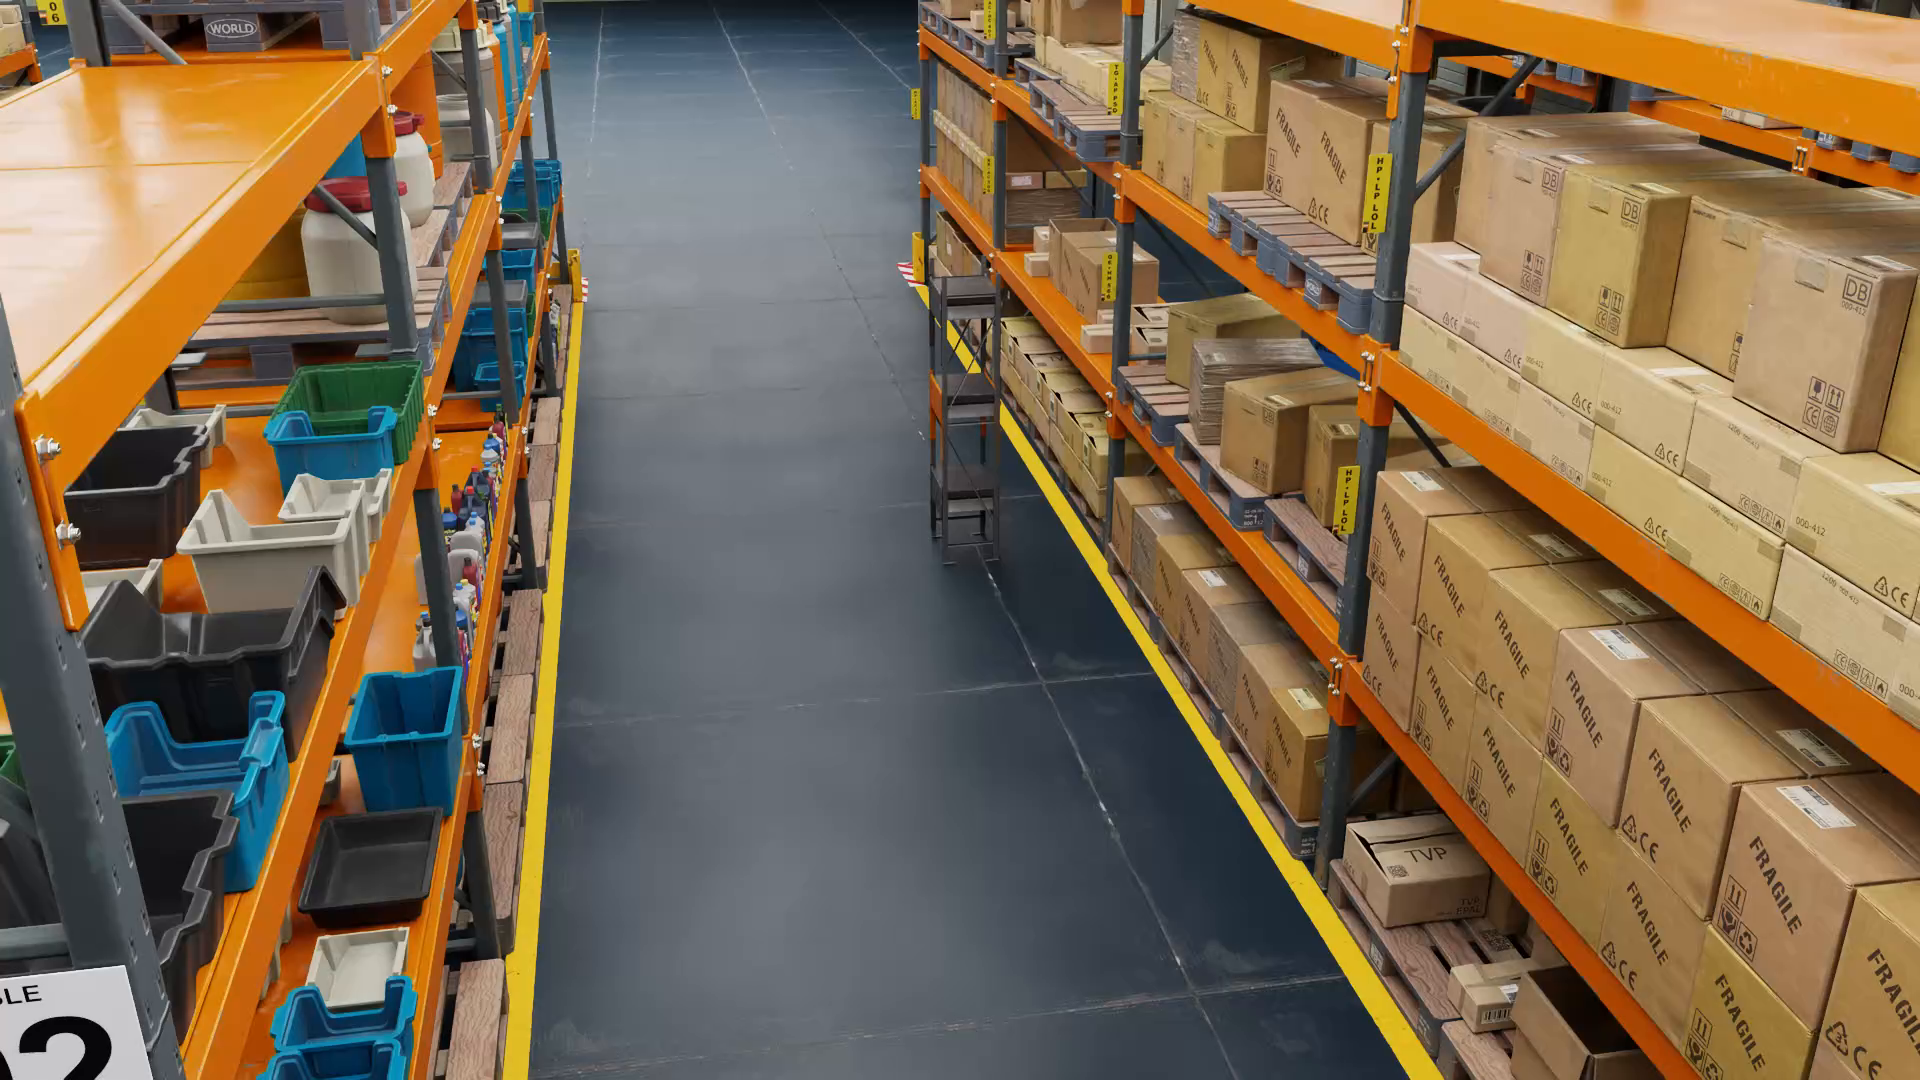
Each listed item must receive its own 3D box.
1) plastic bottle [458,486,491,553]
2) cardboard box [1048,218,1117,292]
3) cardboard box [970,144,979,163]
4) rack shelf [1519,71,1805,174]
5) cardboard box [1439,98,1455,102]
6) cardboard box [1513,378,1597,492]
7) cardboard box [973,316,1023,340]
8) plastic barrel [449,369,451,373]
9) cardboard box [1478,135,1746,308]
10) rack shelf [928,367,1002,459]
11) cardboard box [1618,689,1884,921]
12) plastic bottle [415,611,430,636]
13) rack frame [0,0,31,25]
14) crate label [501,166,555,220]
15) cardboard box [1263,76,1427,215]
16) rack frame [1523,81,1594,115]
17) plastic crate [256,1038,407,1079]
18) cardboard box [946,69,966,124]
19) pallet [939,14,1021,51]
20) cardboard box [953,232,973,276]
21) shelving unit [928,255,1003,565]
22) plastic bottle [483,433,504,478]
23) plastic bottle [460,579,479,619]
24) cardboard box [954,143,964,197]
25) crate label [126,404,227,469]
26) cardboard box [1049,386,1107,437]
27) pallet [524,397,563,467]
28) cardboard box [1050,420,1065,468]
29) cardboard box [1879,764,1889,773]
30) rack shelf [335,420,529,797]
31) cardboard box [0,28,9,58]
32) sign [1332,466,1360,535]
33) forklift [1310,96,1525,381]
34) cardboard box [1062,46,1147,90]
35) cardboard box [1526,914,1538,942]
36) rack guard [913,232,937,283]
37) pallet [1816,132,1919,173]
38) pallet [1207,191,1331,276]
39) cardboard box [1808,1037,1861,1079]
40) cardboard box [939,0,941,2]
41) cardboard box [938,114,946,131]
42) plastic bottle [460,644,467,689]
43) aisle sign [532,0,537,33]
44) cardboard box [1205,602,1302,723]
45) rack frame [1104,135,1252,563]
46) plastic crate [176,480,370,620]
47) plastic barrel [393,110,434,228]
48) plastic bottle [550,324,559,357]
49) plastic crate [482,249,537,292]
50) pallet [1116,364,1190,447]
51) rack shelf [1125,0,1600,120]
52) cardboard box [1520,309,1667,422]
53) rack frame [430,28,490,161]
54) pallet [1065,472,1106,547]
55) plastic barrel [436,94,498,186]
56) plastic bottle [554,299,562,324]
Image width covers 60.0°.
[{"bbox_3d":[-2.578,-0.106,8.807,0.144,0.351,0.185,-4,24,-10],"label":"plastic bottle"},{"bbox_3d":[1.022,-2.370,13.805,0.500,0.500,0.500,-3,24,-6],"label":"cardboard box"},{"bbox_3d":[0.304,-3.769,16.196,0.380,0.149,0.250,-4,24,-8],"label":"cardboard box"},{"bbox_3d":[6.036,-3.461,13.579,1.077,0.370,4.000,-4,24,-10],"label":"rack shelf"},{"bbox_3d":[5.406,-4.489,18.006,0.500,0.500,0.500,-5,24,-11],"label":"cardboard box"},{"bbox_3d":[2.304,-0.391,5.837,0.500,0.250,0.500,-4,24,-10],"label":"cardboard box"},{"bbox_3d":[0.415,-2.131,16.292,0.500,0.250,0.500,-4,24,-10],"label":"cardboard box"},{"bbox_3d":[-3.731,-1.337,11.423,0.421,0.512,0.421,0,24,0],"label":"plastic barrel"},{"bbox_3d":[2.358,-1.171,6.062,0.700,0.500,0.500,-4,24,-10],"label":"cardboard box"},{"bbox_3d":[0.031,-0.885,11.686,0.431,0.518,0.480,-4,24,-10],"label":"rack shelf"},{"bbox_3d":[2.470,0.824,5.241,0.500,0.500,0.500,-4,24,-8],"label":"cardboard box"},{"bbox_3d":[-2.489,0.430,7.766,0.097,0.201,0.097,0,24,0],"label":"plastic bottle"},{"bbox_3d":[-9.677,-6.426,15.720,1.000,3.000,0.127,-4,24,-10],"label":"rack frame"},{"bbox_3d":[-4.204,-3.356,16.141,0.502,0.435,0.616,-4,24,-10],"label":"crate label"},{"bbox_3d":[2.008,-2.075,8.731,0.600,0.600,0.600,-5,24,-12],"label":"cardboard box"},{"bbox_3d":[5.666,-3.203,15.836,1.000,3.000,0.127,-4,24,-10],"label":"rack frame"},{"bbox_3d":[-1.817,1.660,4.836,0.416,0.233,0.300,-4,24,-10],"label":"plastic crate"},{"bbox_3d":[0.245,-4.637,17.373,0.700,0.500,0.500,-5,24,-11],"label":"cardboard box"},{"bbox_3d":[0.393,-4.982,16.271,1.003,0.211,1.213,-4,24,-10],"label":"pallet"},{"bbox_3d":[0.214,-2.867,17.040,0.500,0.500,0.500,-4,24,-10],"label":"cardboard box"},{"bbox_3d":[0.031,-0.897,11.681,0.431,2.100,0.503,-4,24,-10],"label":"shelving unit"},{"bbox_3d":[-2.754,-0.496,9.799,0.097,0.271,0.097,0,24,0],"label":"plastic bottle"},{"bbox_3d":[-2.400,0.289,8.088,0.097,0.201,0.097,0,24,0],"label":"plastic bottle"},{"bbox_3d":[0.321,-3.868,17.233,0.700,0.500,0.500,-4,24,-9],"label":"cardboard box"},{"bbox_3d":[-2.784,-0.363,5.916,0.293,0.136,0.466,-4,24,-10],"label":"crate label"},{"bbox_3d":[1.006,-1.042,13.097,0.500,0.311,0.500,-4,24,-10],"label":"cardboard box"},{"bbox_3d":[-3.887,-0.886,14.015,1.003,0.211,1.213,-4,24,-10],"label":"pallet"},{"bbox_3d":[1.012,-0.784,13.207,0.500,0.250,0.500,-4,24,-9],"label":"cardboard box"},{"bbox_3d":[3.003,0.785,5.331,0.500,0.500,0.500,-4,24,-9],"label":"cardboard box"},{"bbox_3d":[-2.961,0.220,8.898,1.077,0.370,4.000,-4,24,-10],"label":"rack shelf"},{"bbox_3d":[-9.243,-4.616,15.510,0.500,0.250,0.500,-4,24,-9],"label":"cardboard box"},{"bbox_3d":[1.733,-0.176,7.460,0.100,0.325,0.005,-4,24,-10],"label":"sign"},{"bbox_3d":[4.179,-1.793,12.693,1.130,2.935,3.031,-18,29,-35],"label":"forklift"},{"bbox_3d":[1.092,-3.577,12.607,0.500,0.250,0.500,-6,24,-14],"label":"cardboard box"},{"bbox_3d":[2.790,1.763,7.479,0.380,0.149,0.250,-4,24,-10],"label":"cardboard box"},{"bbox_3d":[0.054,-3.272,19.118,1.175,0.500,0.348,-4,24,-10],"label":"rack guard"},{"bbox_3d":[6.577,-2.669,11.101,1.213,0.211,1.003,-3,24,-7],"label":"pallet"},{"bbox_3d":[2.031,-1.646,8.759,1.213,0.211,1.003,-4,24,-10],"label":"pallet"},{"bbox_3d":[2.667,1.683,4.524,0.500,0.500,0.500,-4,24,-8],"label":"cardboard box"},{"bbox_3d":[0.161,-5.861,17.345,0.797,0.503,0.637,-3,24,-6],"label":"cardboard box"},{"bbox_3d":[-0.029,-4.478,17.819,0.380,0.149,0.250,-5,24,-11],"label":"cardboard box"},{"bbox_3d":[-2.239,0.554,7.379,0.061,0.283,0.133,-4,24,-10],"label":"plastic bottle"},{"bbox_3d":[-4.531,-5.285,17.355,0.394,0.787,0.004,-4,24,-10],"label":"aisle sign"},{"bbox_3d":[1.730,0.690,9.495,0.500,0.500,0.500,-4,24,-9],"label":"cardboard box"},{"bbox_3d":[1.538,-1.262,11.391,1.000,3.000,0.127,-4,24,-10],"label":"rack frame"},{"bbox_3d":[-1.958,0.035,4.822,0.437,0.282,0.530,-4,24,-10],"label":"plastic crate"},{"bbox_3d":[-2.854,-1.840,8.272,0.433,0.535,0.433,0,24,0],"label":"plastic barrel"},{"bbox_3d":[-3.846,-1.880,15.567,0.144,0.351,0.185,-5,24,-12],"label":"plastic bottle"},{"bbox_3d":[-3.560,-2.052,13.220,0.392,0.384,0.575,-4,24,-10],"label":"plastic crate"},{"bbox_3d":[1.733,-0.912,10.831,1.213,0.211,1.003,-4,24,-10],"label":"pallet"},{"bbox_3d":[1.908,-2.711,8.613,1.077,0.370,4.000,-4,24,-10],"label":"rack shelf"},{"bbox_3d":[2.299,-0.620,5.736,0.500,0.250,0.500,-4,24,-10],"label":"cardboard box"},{"bbox_3d":[-3.330,-3.646,9.354,1.000,3.000,0.127,-4,24,-10],"label":"rack frame"},{"bbox_3d":[1.424,-0.311,12.697,1.003,0.211,1.213,-4,24,-10],"label":"pallet"},{"bbox_3d":[-3.087,-2.467,10.264,0.421,0.512,0.421,0,24,0],"label":"plastic barrel"},{"bbox_3d":[-4.000,-2.266,16.534,0.061,0.283,0.133,-4,24,-8],"label":"plastic bottle"}]
